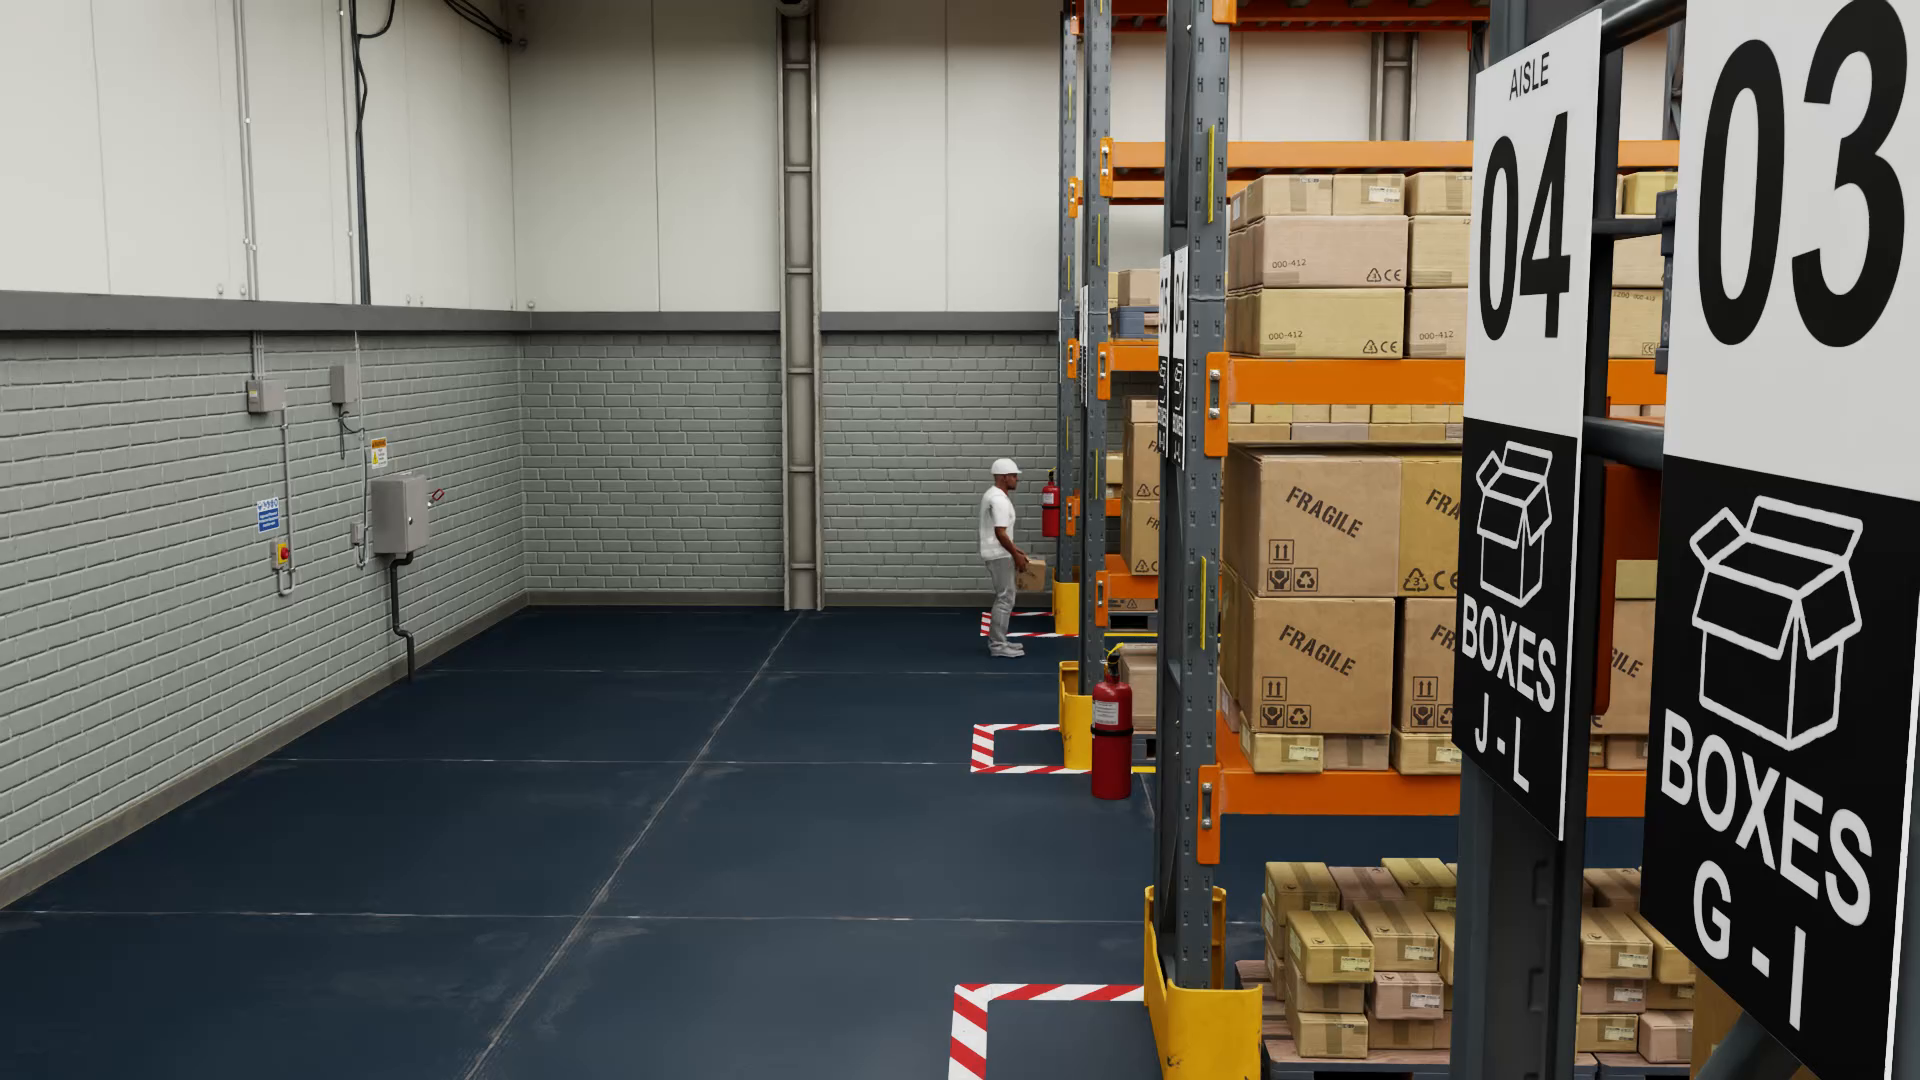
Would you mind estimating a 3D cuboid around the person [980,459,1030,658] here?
[{"bbox_3d":[0.408,0.155,14.979,0.463,1.757,0.631,0,7,1],"label":"person"}]
